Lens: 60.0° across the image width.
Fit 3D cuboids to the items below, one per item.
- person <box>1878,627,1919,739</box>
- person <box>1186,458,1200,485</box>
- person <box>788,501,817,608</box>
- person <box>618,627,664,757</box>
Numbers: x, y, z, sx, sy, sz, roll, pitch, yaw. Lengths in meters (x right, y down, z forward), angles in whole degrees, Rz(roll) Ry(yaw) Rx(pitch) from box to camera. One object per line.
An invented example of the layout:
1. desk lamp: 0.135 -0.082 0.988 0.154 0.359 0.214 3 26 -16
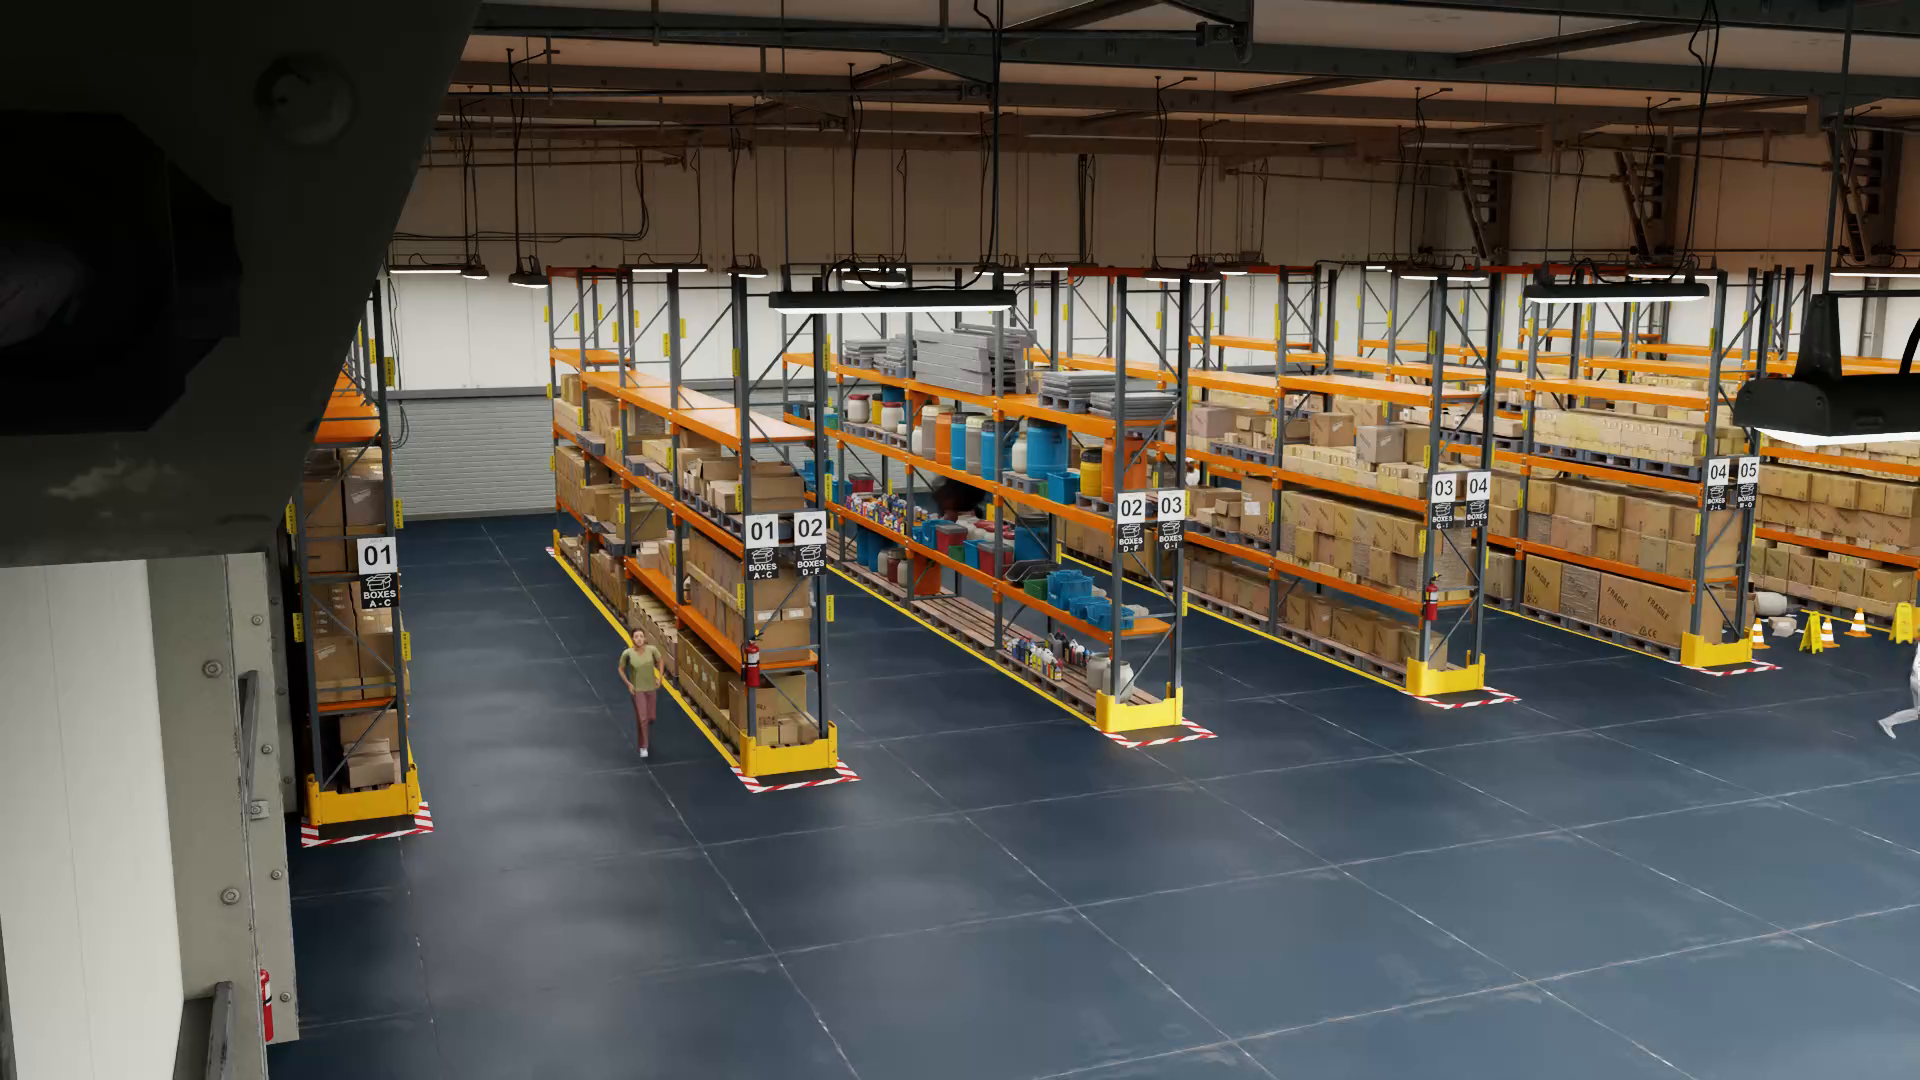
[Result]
1. person: 12.254 1.856 21.248 0.818 1.694 0.632 4 11 20
2. person: 5.143 -1.007 37.368 0.733 1.741 0.857 -3 10 -17
3. person: -2.734 0.222 28.601 0.605 1.851 0.812 -5 11 -28
4. person: -4.058 1.887 21.164 0.586 1.652 0.626 -4 11 -20
